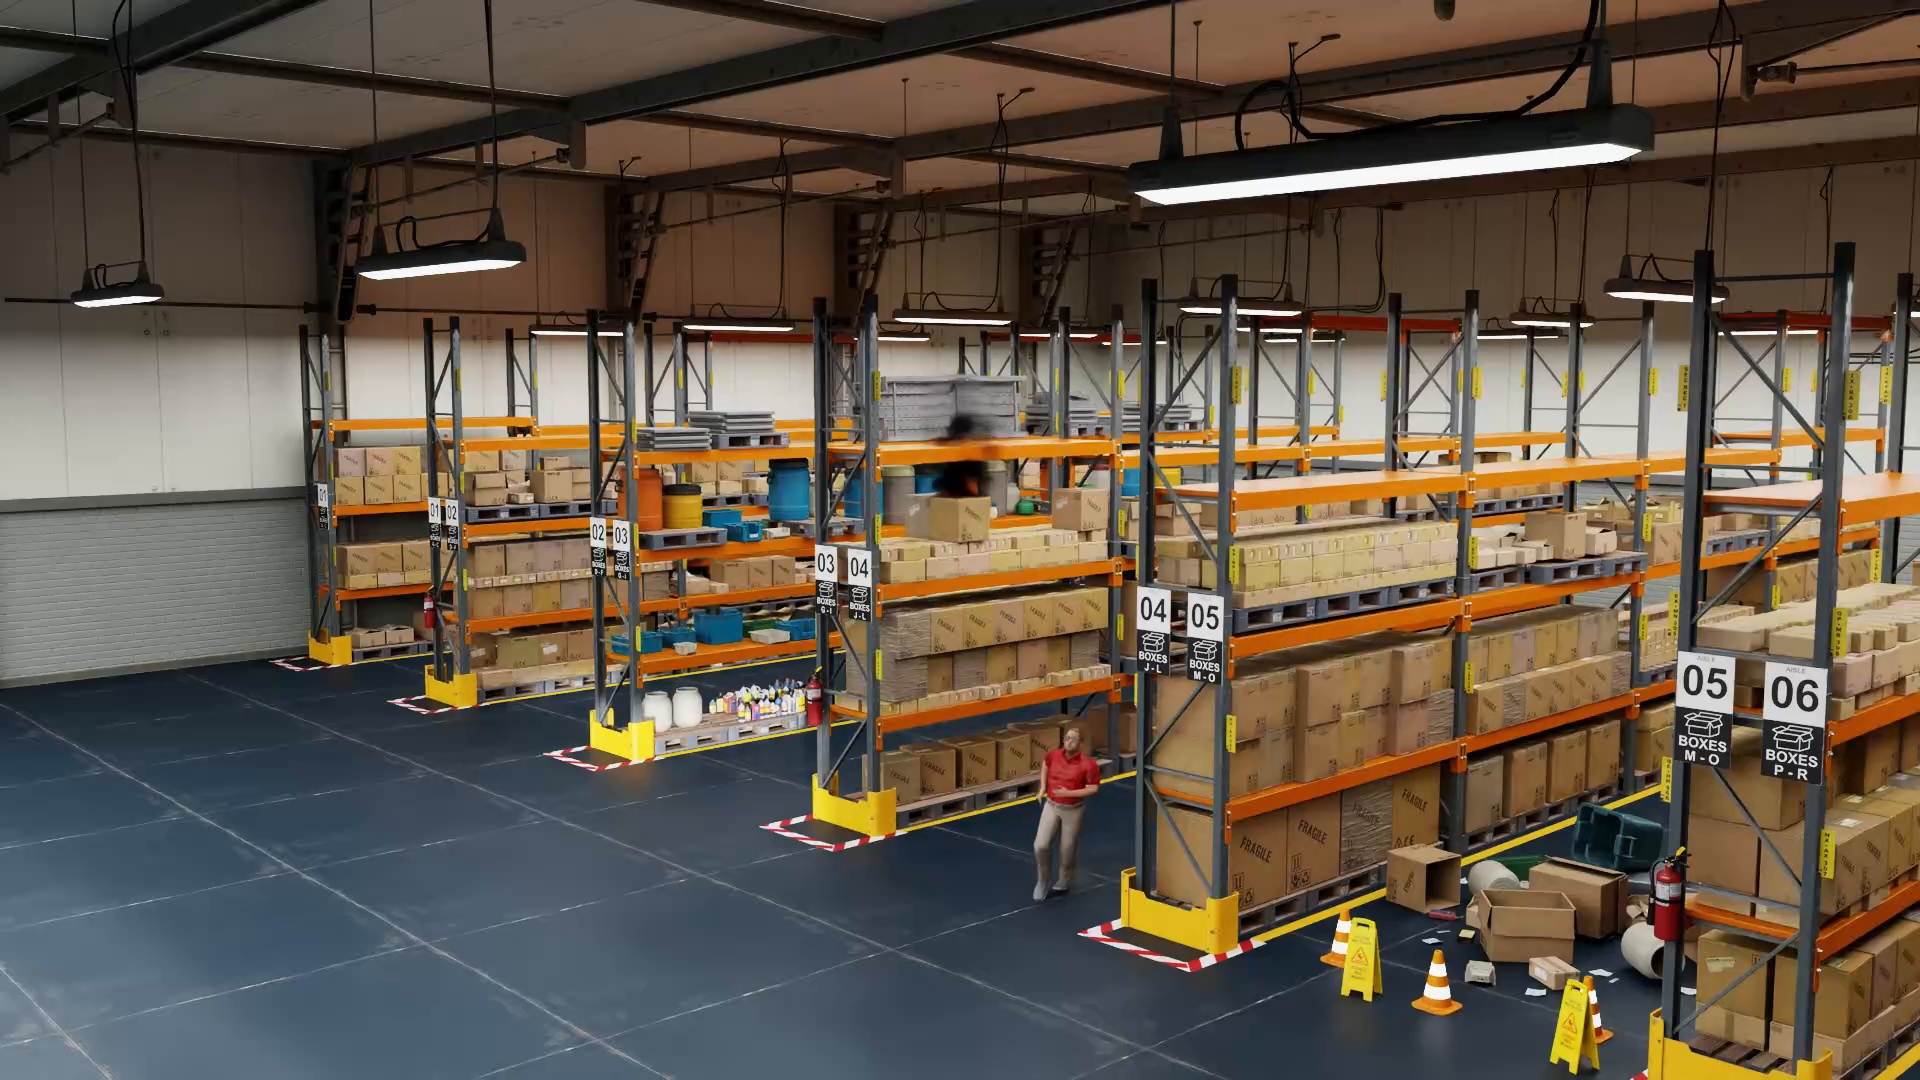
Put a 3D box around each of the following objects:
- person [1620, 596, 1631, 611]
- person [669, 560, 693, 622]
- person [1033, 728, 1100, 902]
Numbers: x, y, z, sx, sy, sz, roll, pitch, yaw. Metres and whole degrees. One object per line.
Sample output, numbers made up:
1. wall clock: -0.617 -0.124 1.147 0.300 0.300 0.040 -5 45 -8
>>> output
1. person: 10.103 1.762 25.129 0.728 1.829 0.706 -4 7 -35
2. person: -5.351 1.141 31.640 0.589 1.653 0.528 5 8 41
3. person: 1.054 2.693 16.308 0.661 1.736 0.674 2 6 19
